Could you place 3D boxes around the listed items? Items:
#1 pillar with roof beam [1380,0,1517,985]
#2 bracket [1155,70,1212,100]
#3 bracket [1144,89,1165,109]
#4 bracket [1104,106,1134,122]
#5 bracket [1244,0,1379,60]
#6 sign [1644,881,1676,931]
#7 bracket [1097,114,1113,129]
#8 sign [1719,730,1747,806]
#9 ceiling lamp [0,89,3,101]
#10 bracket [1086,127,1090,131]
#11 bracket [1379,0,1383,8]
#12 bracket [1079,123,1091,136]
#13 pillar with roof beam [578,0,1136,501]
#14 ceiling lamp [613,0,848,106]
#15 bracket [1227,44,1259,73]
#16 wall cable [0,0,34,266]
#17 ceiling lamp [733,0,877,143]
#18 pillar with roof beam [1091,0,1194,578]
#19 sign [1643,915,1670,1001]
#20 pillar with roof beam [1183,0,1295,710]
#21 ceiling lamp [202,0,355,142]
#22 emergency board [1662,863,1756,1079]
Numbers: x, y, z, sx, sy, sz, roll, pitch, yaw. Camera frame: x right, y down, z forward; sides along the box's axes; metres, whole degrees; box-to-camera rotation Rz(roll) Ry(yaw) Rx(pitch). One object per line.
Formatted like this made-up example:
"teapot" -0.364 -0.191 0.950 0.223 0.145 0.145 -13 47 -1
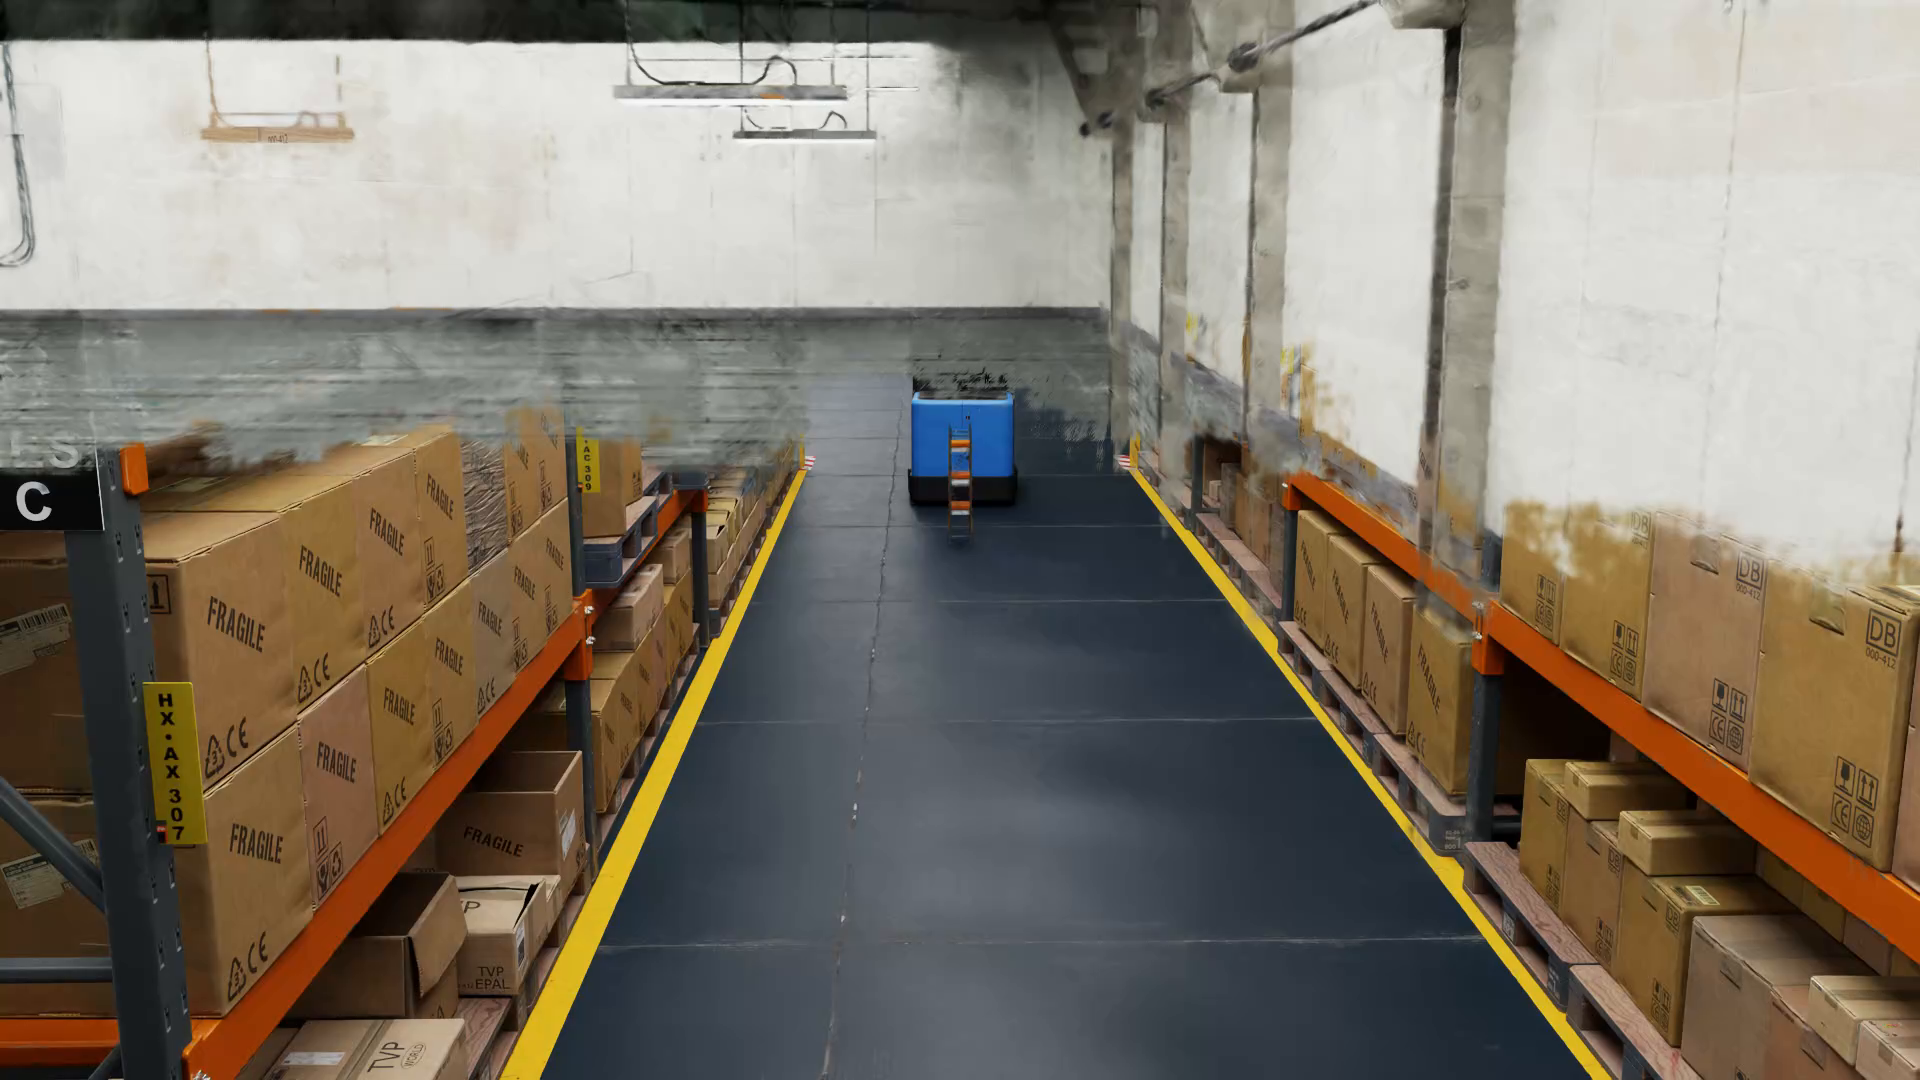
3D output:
"pillar with roof beam" -1.110 -7.515 29.469 9.100 9.000 0.548 0 11 -1
"bracket" 2.653 -11.086 38.018 0.076 0.066 4.783 0 11 -1
"bracket" 2.599 -11.598 40.542 0.235 0.232 0.430 0 11 -1
"bracket" 2.529 -12.279 43.897 0.076 0.066 4.783 0 11 -1
"bracket" 2.777 -9.893 32.139 0.076 0.066 4.783 0 11 -1
"sign" 3.388 -4.278 27.179 0.001 0.109 0.331 0 11 -1
"bracket" 2.475 -12.791 46.421 0.235 0.232 0.430 0 11 -1
"sign" 3.404 -5.029 26.475 0.001 0.298 0.199 0 11 -1
"ceiling lamp" -9.208 -11.342 33.651 2.000 3.185 0.800 0 11 -1
"bracket" 2.422 -13.310 48.978 0.076 0.066 3.189 0 11 -1
"bracket" 2.830 -9.378 29.598 0.235 0.232 0.430 0 11 -1
"bracket" 2.409 -13.427 49.557 0.235 0.232 0.430 0 11 -1
"pillar with roof beam" -1.482 -11.093 47.106 9.100 9.000 0.548 0 11 -1
"ceiling lamp" -1.870 -11.372 33.800 2.000 3.185 0.800 0 11 -1
"bracket" 2.723 -10.406 34.663 0.235 0.232 0.430 0 11 -1
"wall cable" -17.919 -13.275 49.307 2.305 6.003 0.169 0 11 -1
"ceiling lamp" -2.058 -13.183 42.726 2.000 3.185 0.800 0 11 -1
"pillar with roof beam" -1.358 -9.900 41.227 9.100 9.000 0.548 0 11 -1
"sign" 3.396 -4.019 27.236 0.001 0.329 0.234 0 11 -1
"pillar with roof beam" -1.234 -8.708 35.348 9.100 9.000 0.548 0 11 -1
"ceiling lamp" -9.396 -13.153 42.577 2.000 3.185 0.800 0 11 -1
"emergency board" 3.305 -3.891 26.696 0.194 1.169 0.643 0 11 -1
